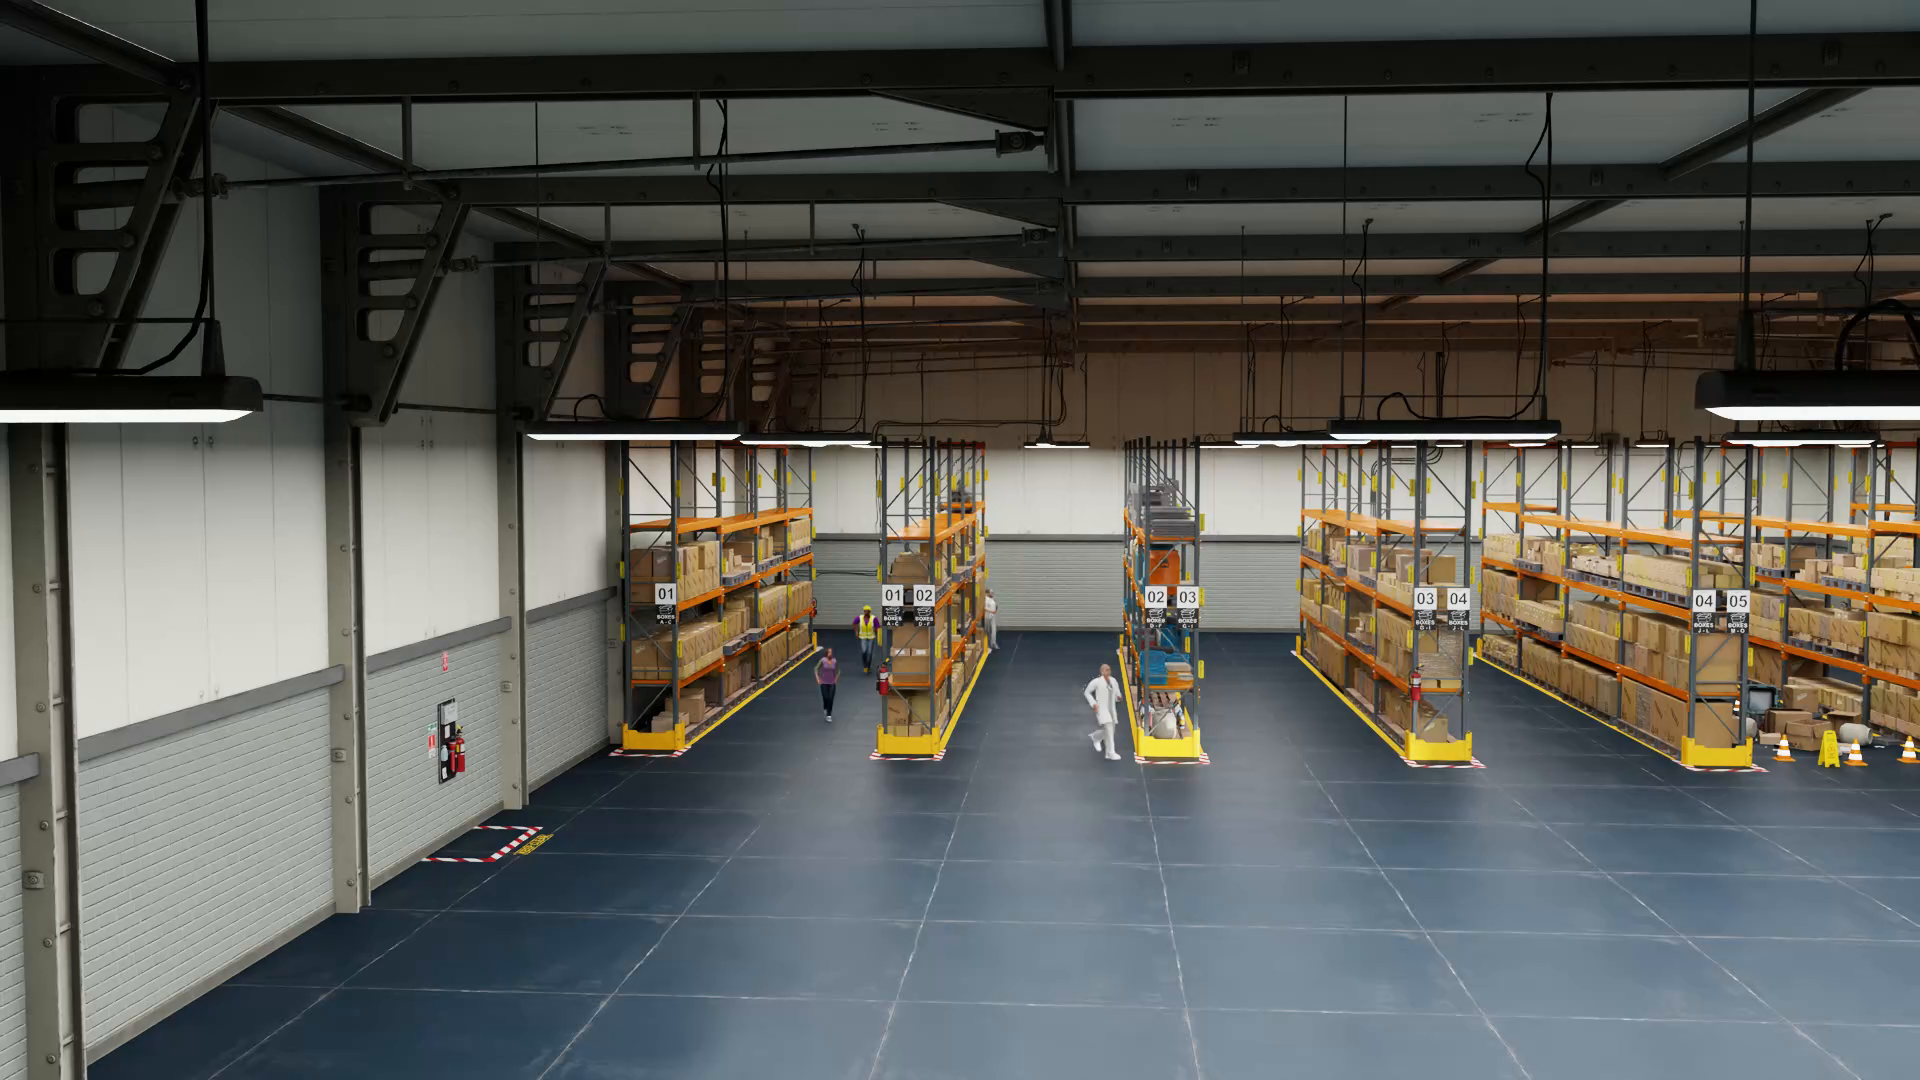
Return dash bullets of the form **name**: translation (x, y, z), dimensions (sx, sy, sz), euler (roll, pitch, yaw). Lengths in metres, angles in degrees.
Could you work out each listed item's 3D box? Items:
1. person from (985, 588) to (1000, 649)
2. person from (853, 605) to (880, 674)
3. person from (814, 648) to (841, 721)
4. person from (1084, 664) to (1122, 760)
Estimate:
- **person**: translation (0.780, 2.270, 48.406), dimensions (0.916, 1.782, 0.694), euler (2, 3, 27)
- **person**: translation (-2.416, 2.570, 42.862), dimensions (0.698, 1.787, 0.777), euler (0, 3, -4)
- **person**: translation (-2.788, 3.062, 35.219), dimensions (0.548, 1.561, 0.505), euler (-1, 3, -15)
- **person**: translation (2.684, 3.181, 30.970), dimensions (0.711, 1.750, 0.870), euler (-2, 4, -34)
